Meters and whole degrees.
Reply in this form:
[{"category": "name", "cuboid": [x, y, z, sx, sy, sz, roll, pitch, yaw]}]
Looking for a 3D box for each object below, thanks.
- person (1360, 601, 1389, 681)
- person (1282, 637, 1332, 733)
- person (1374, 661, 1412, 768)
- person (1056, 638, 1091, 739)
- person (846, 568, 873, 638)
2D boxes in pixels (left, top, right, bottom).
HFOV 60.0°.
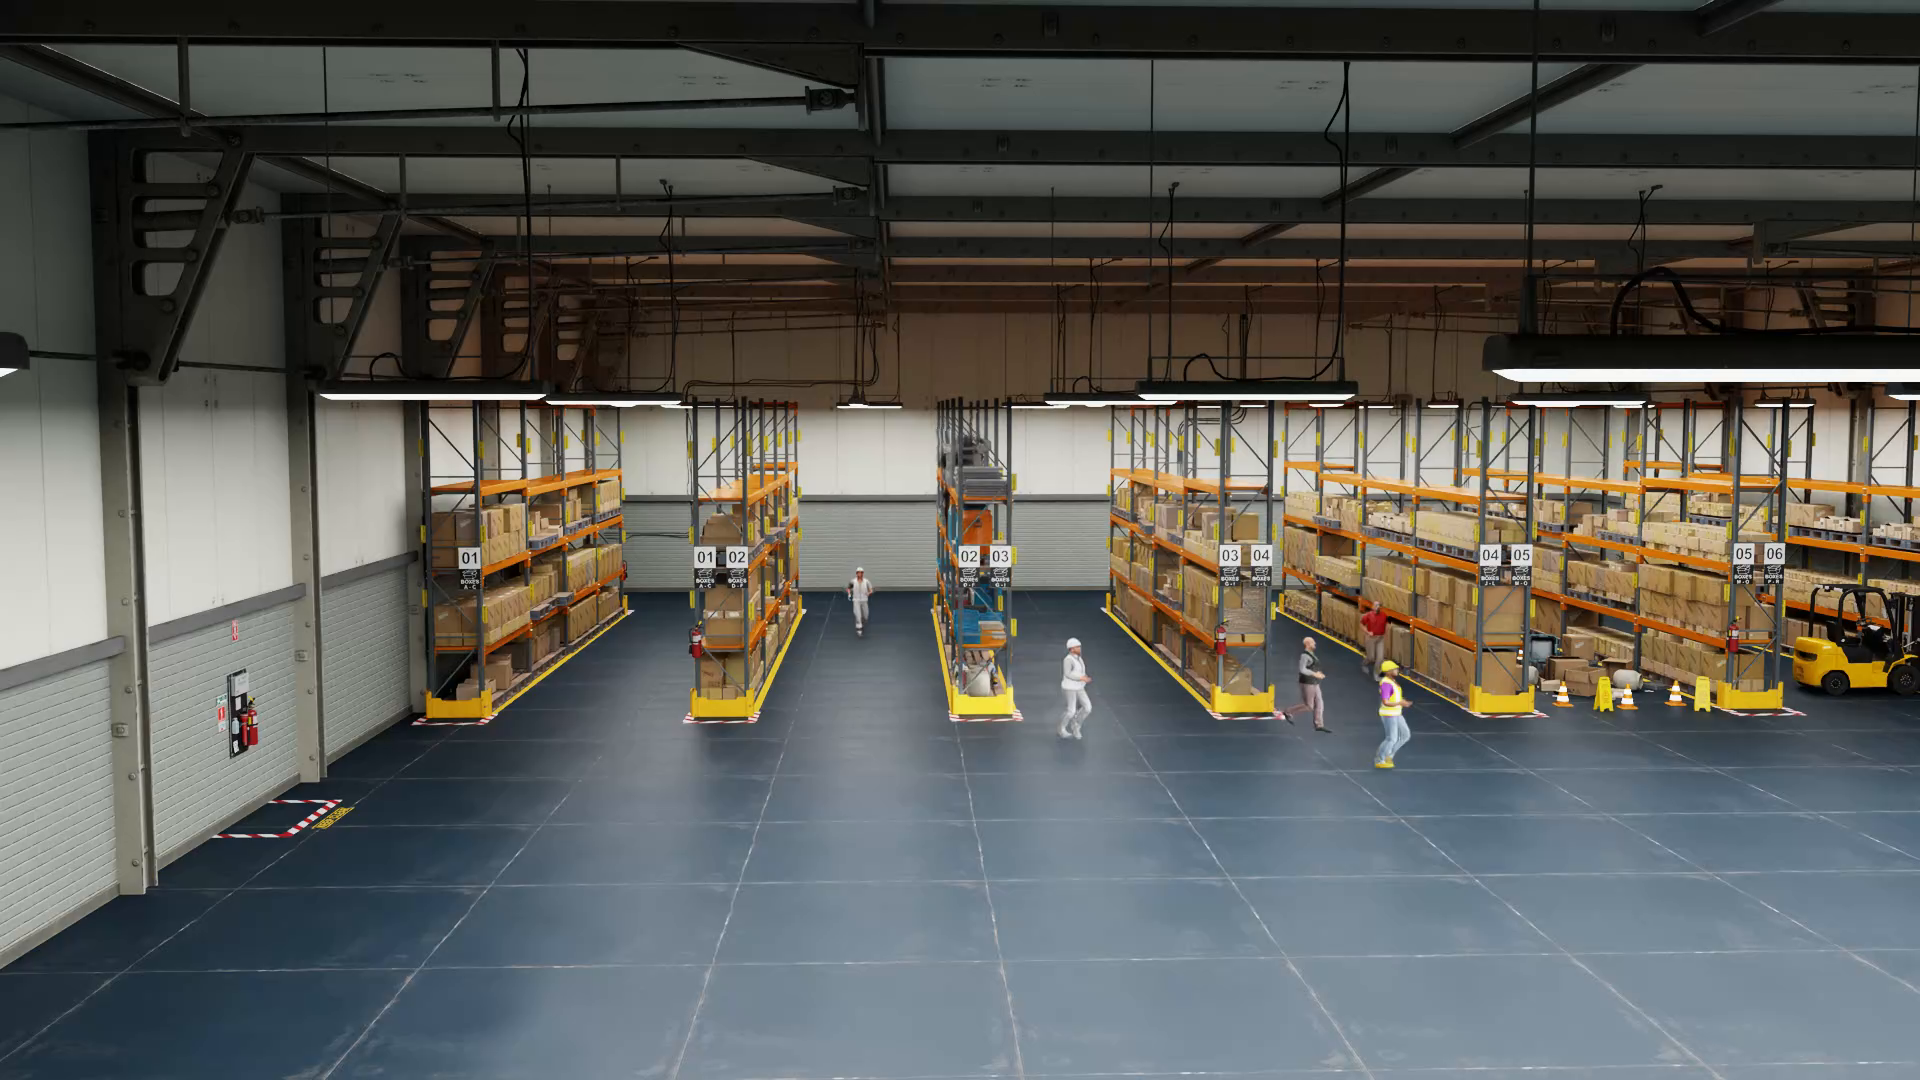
[{"category": "person", "cuboid": [8.847, 2.132, 35.481, 0.646, 1.699, 0.772, -1, 4, -8]}, {"category": "person", "cuboid": [6.214, 2.581, 29.679, 0.893, 1.708, 0.664, 2, 5, 27]}, {"category": "person", "cuboid": [6.937, 2.799, 26.549, 0.626, 1.750, 0.680, 2, 5, 28]}, {"category": "person", "cuboid": [2.023, 2.612, 29.068, 0.705, 1.806, 0.682, 3, 5, 34]}, {"category": "person", "cuboid": [-2.544, 1.580, 42.275, 0.669, 1.761, 0.876, -1, 4, -10]}]
